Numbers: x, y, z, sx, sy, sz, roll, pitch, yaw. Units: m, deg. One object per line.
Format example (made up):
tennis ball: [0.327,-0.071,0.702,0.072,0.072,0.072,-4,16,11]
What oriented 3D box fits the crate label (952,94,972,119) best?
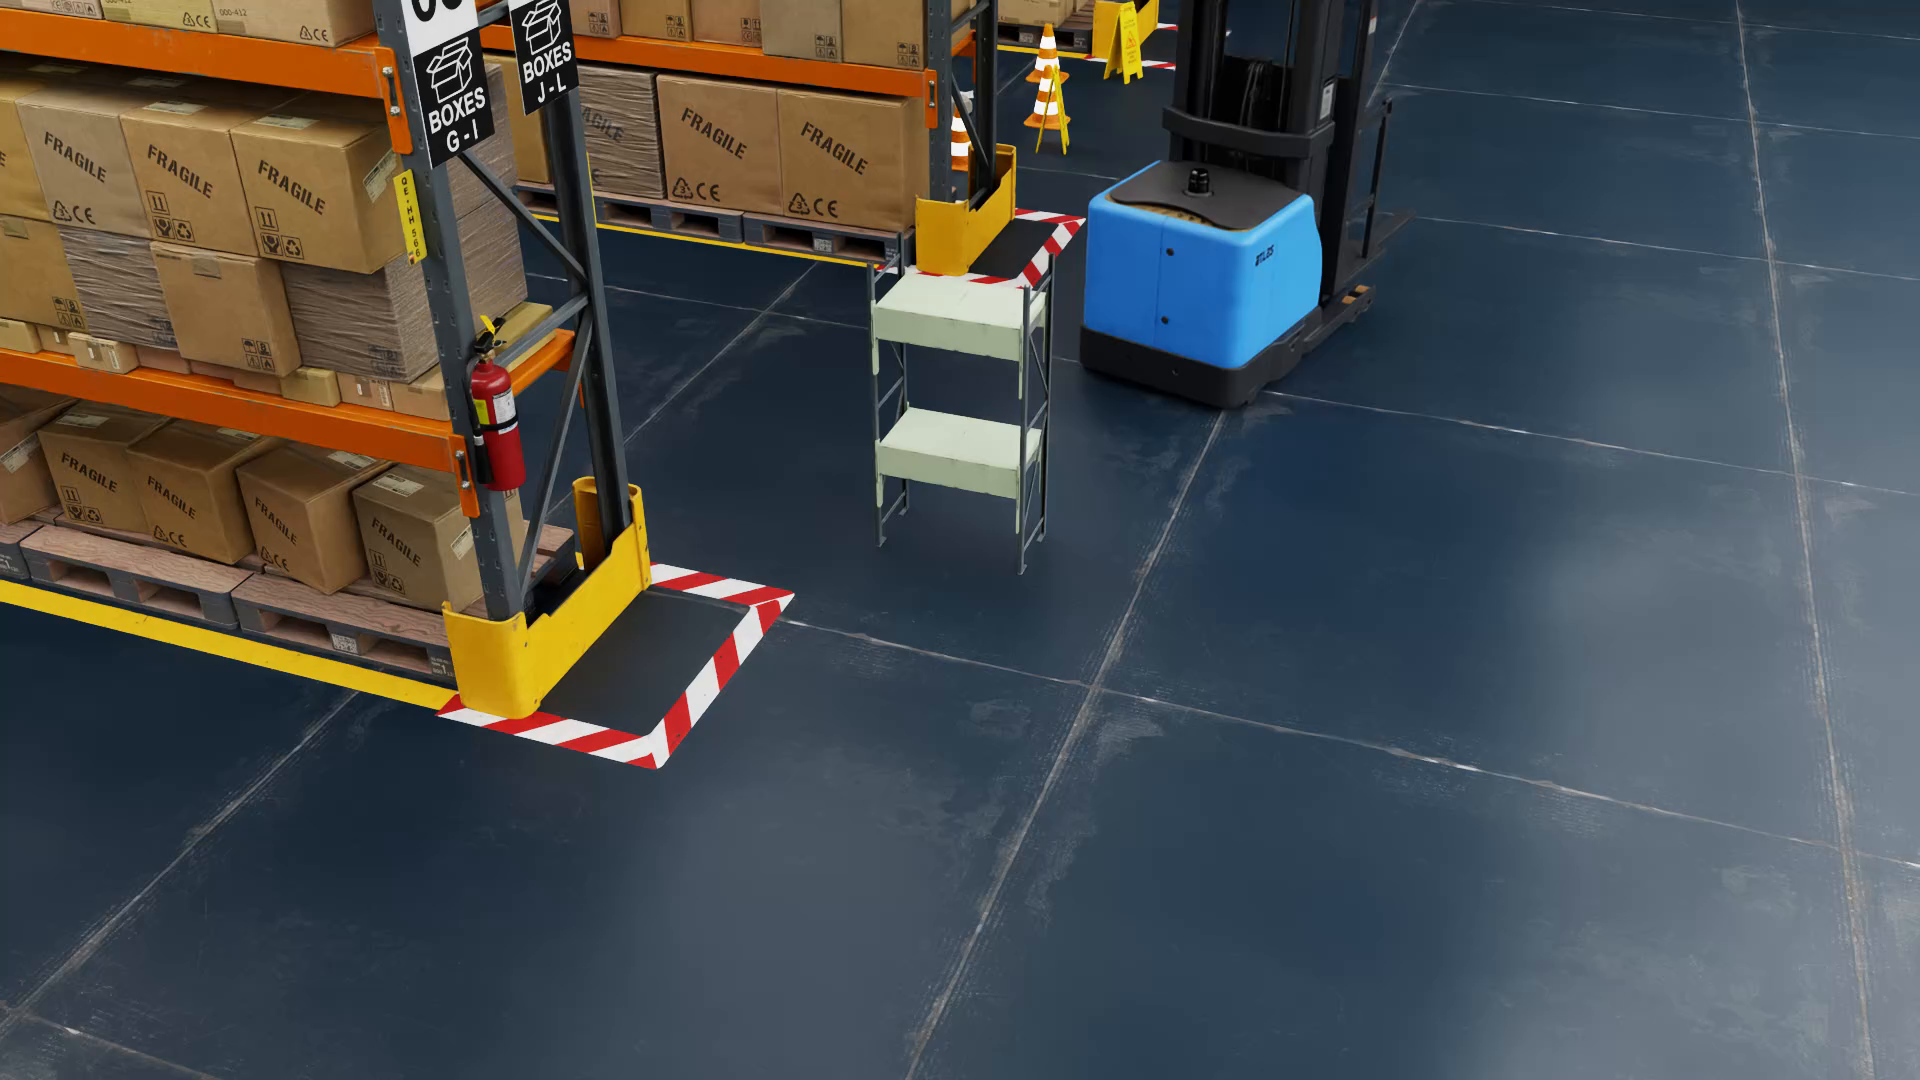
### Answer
crate label: [-0.053,-3.564,13.643,0.298,0.136,0.250,-6,33,-9]

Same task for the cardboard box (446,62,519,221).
cardboard box: [-2.167,-1.630,6.721,0.500,0.500,0.500,11,34,16]

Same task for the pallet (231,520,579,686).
pallet: [-2.566,0.188,7.764,1.213,0.211,1.003,11,34,16]

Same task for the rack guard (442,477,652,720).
rack guard: [-1.813,0.233,7.428,0.348,0.500,1.175,11,34,16]

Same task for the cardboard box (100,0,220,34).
cardboard box: [-2.752,-2.049,6.030,0.500,0.250,0.500,11,35,17]

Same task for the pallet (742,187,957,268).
pallet: [-0.752,-2.252,11.543,1.213,0.211,1.003,11,34,16]

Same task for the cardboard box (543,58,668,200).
cardboard box: [-2.320,-3.019,11.732,0.875,0.875,0.875,11,35,17]

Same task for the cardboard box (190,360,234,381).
cardboard box: [-3.018,-0.830,7.002,0.250,0.149,0.380,11,34,16]

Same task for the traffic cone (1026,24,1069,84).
traffic cone: [0.762,-4.217,14.355,0.334,0.463,0.336,11,34,16]

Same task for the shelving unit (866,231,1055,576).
shelving unit: [0.006,-0.629,7.841,0.755,1.500,0.431,11,34,16]

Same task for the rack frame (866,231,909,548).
rack frame: [-0.338,-0.696,7.945,0.023,1.500,0.400,11,34,16]

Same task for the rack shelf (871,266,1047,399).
rack shelf: [0.006,-0.957,7.630,0.720,0.370,0.431,11,34,16]

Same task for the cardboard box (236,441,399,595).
cardboard box: [-2.898,-0.144,7.625,0.500,0.500,0.500,21,38,29]

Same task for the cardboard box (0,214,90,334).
cardboard box: [-3.684,-1.326,7.172,0.500,0.500,0.875,11,34,16]

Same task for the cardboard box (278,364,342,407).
cardboard box: [-2.567,-0.710,6.815,0.250,0.149,0.380,11,34,16]

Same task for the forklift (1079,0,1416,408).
forklift: [1.958,-2.717,9.756,1.130,2.935,3.031,21,38,29]

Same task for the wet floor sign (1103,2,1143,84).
wet floor sign: [1.420,-4.293,14.304,0.232,0.644,0.267,24,40,32]

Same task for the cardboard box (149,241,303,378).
cardboard box: [-2.761,-1.115,6.845,0.500,0.500,0.875,11,34,16]

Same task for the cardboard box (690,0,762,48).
cardboard box: [-1.347,-3.681,11.048,0.550,0.550,0.875,11,34,16]

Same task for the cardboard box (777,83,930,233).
cardboard box: [-0.633,-2.691,11.225,0.875,0.875,0.875,11,35,17]

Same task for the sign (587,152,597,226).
sign: [-1.558,-1.444,6.923,0.005,0.325,0.100,11,34,16]

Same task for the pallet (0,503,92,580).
pallet: [-4.863,-0.259,8.456,1.213,0.211,1.003,11,34,16]

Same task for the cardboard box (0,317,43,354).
cardboard box: [-3.989,-0.969,7.217,0.250,0.149,0.380,11,34,16]

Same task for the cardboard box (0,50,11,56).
cardboard box: [-4.227,-1.727,6.872,0.500,0.500,0.500,11,34,16]

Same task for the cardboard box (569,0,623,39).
cardboard box: [-2.393,-3.803,11.236,0.550,0.550,0.875,11,34,16]

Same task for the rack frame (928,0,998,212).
rack frame: [0.027,-3.317,10.622,0.127,3.000,1.000,11,34,16]

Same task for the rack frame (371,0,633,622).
rack frame: [-1.741,-0.803,6.728,0.127,3.000,1.000,11,34,16]

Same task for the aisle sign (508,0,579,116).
aisle sign: [-1.582,-2.037,6.243,0.004,0.787,0.394,11,34,16]

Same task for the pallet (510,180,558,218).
pallet: [-3.049,-2.698,12.235,1.213,0.211,1.003,11,34,16]

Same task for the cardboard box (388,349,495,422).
cardboard box: [-2.079,-0.644,6.714,0.250,0.149,0.380,11,34,16]

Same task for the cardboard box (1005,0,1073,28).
cardboard box: [0.728,-4.899,15.221,0.500,0.250,0.500,11,34,16]

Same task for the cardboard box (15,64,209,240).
cardboard box: [-3.285,-1.546,6.591,0.500,0.500,0.500,11,34,16]

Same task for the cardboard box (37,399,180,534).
cardboard box: [-3.991,-0.393,8.011,0.500,0.500,0.500,8,34,12]

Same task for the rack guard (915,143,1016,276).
rack guard: [0.050,-2.263,11.293,0.348,0.500,1.175,11,34,16]

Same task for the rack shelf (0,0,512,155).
rack shelf: [-3.624,-2.127,6.677,4.000,0.370,1.077,11,34,16]

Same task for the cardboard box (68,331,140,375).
cardboard box: [-3.527,-0.865,7.056,0.250,0.149,0.380,11,34,16]

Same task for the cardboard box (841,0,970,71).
cardboard box: [-0.337,-3.425,10.651,0.550,0.550,0.875,11,34,16]

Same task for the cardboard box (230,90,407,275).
cardboard box: [-2.342,-1.364,6.310,0.500,0.500,0.500,11,34,16]
